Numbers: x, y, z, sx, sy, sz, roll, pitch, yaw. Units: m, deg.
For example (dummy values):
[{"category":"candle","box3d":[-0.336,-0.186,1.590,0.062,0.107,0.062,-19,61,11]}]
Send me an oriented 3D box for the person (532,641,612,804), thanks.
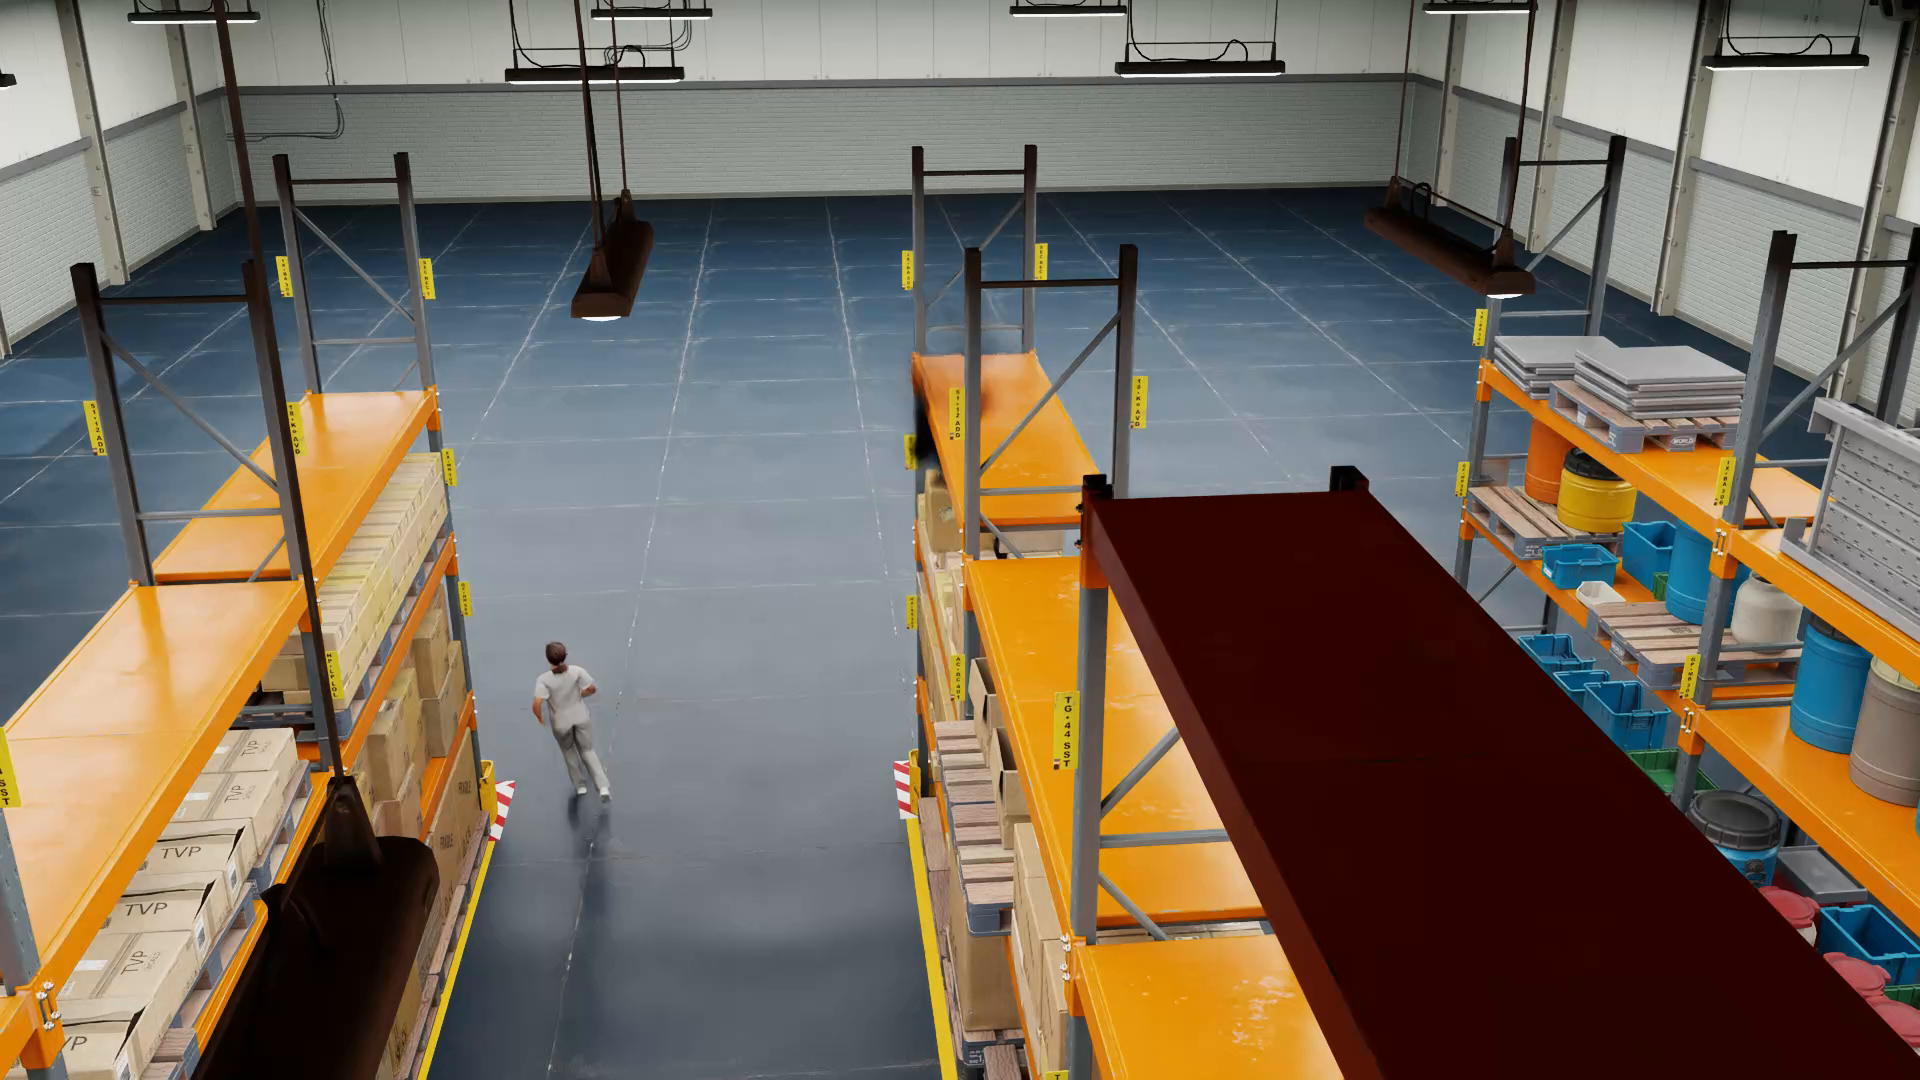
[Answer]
[{"category":"person","box3d":[-3.587,1.685,15.141,0.601,1.661,0.823,-10,24,-25]}]
